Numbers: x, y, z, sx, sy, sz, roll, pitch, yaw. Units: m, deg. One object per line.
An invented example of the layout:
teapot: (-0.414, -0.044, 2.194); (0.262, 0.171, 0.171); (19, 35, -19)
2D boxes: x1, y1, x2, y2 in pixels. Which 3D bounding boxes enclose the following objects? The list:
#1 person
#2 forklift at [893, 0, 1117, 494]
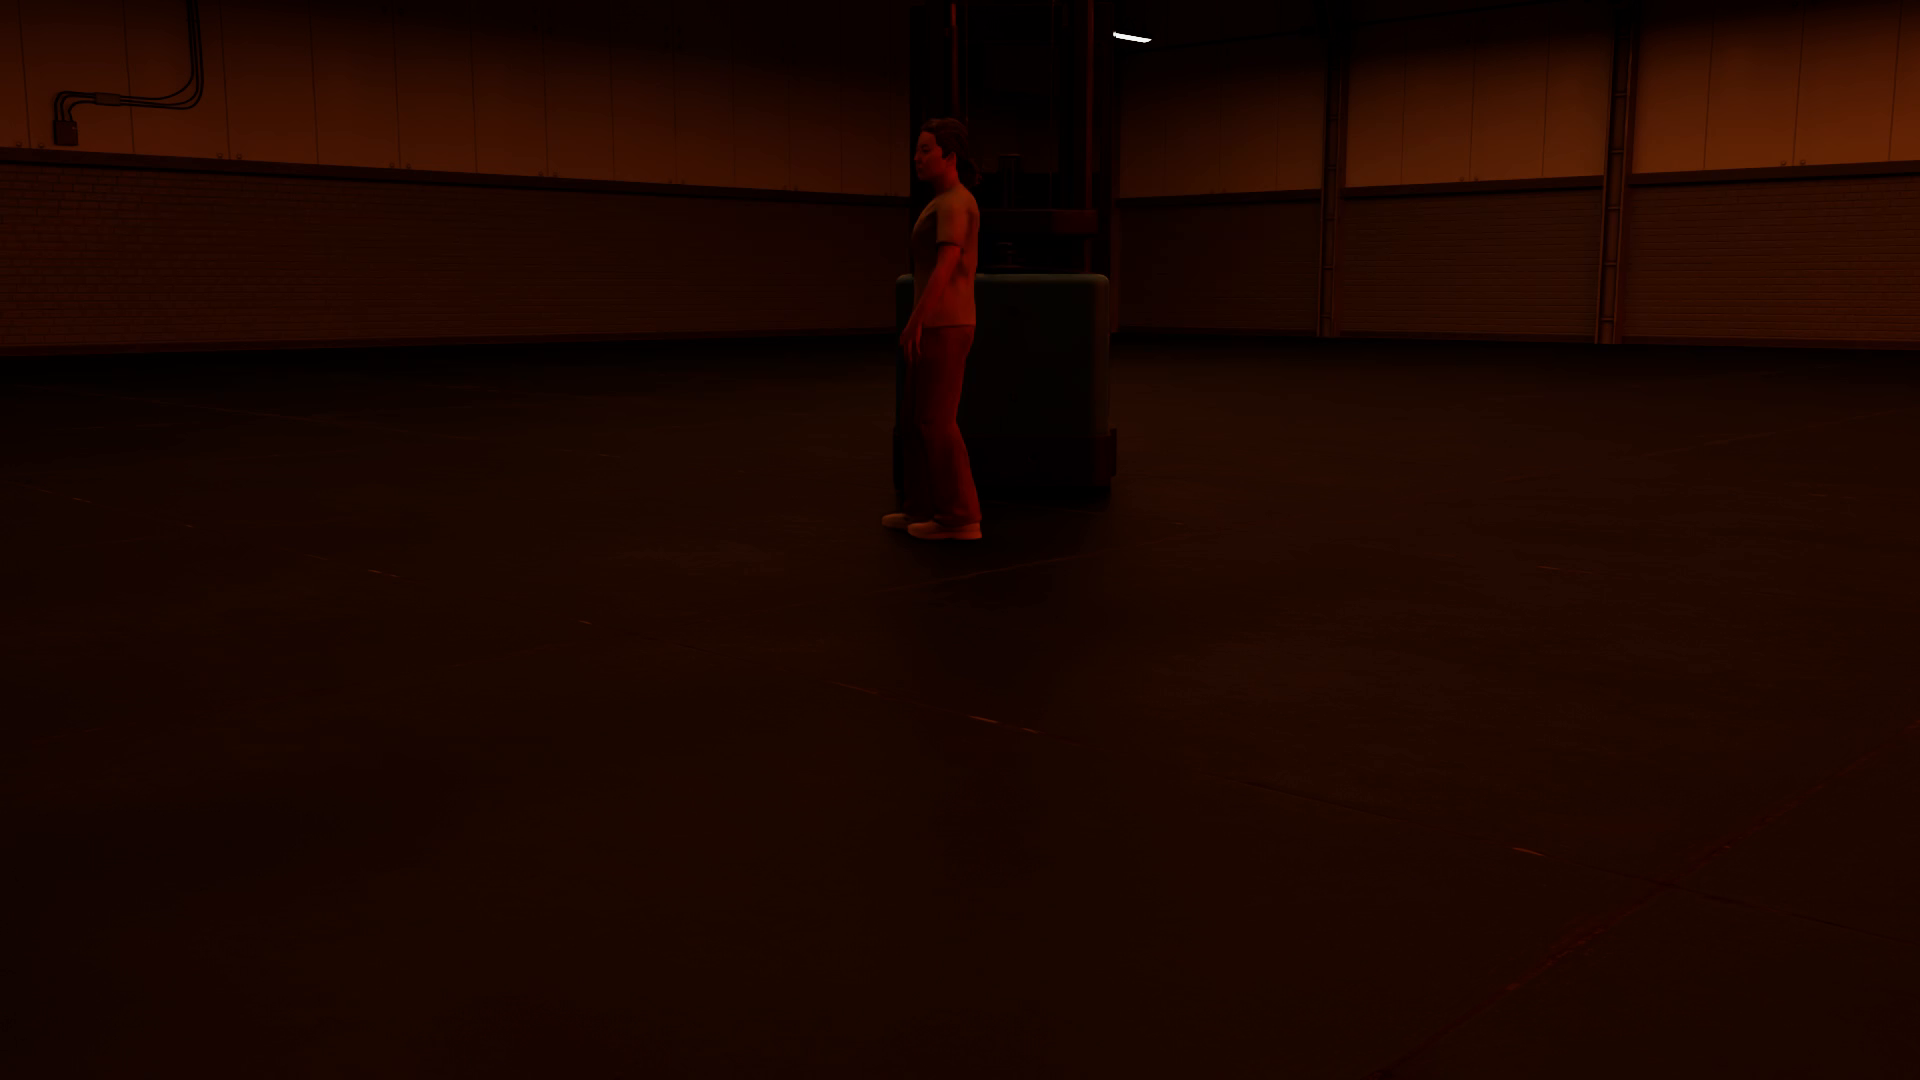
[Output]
person: (-0.109, -0.818, 6.601); (0.432, 1.663, 0.630); (0, 9, -1)
forklift: (0.290, -1.861, 9.231); (1.130, 2.935, 3.031); (1, 9, 4)
